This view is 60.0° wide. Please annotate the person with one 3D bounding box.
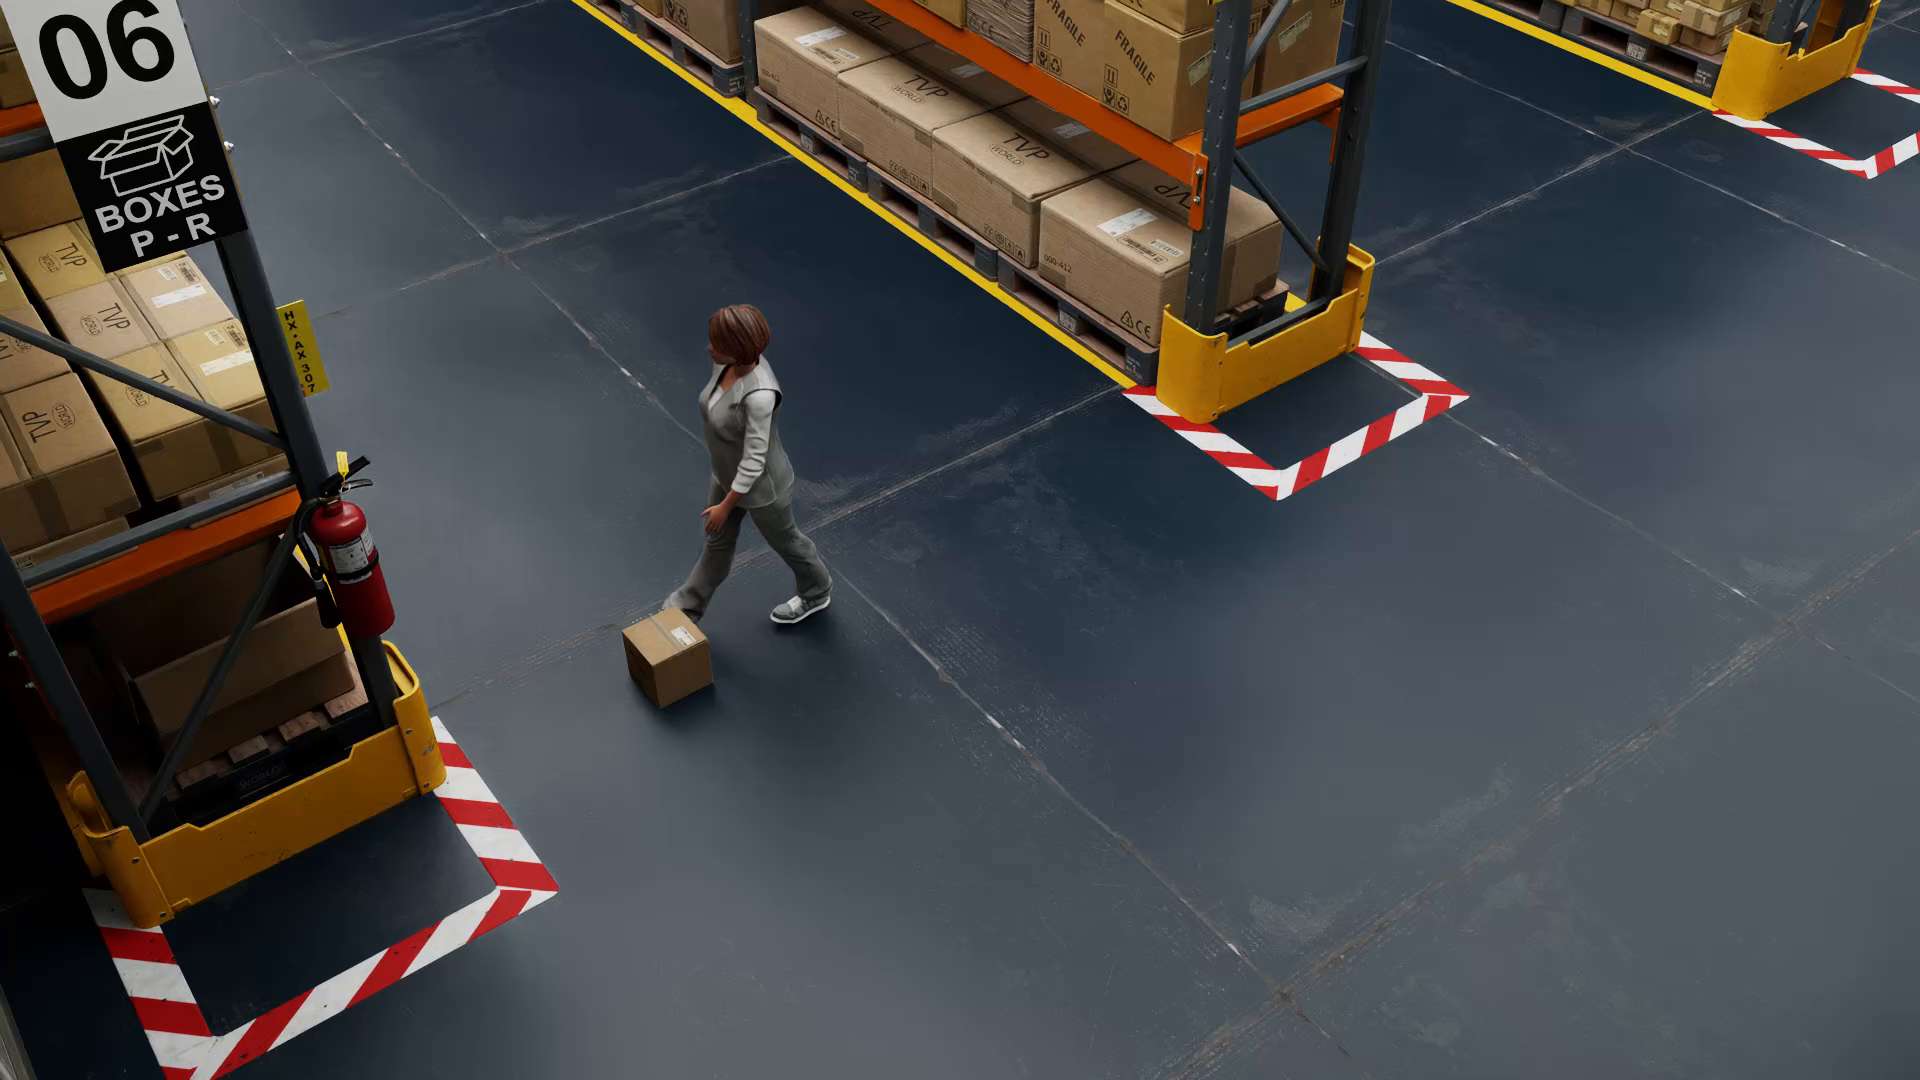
[{"bbox_3d":[-0.899,-0.191,6.364,0.860,1.571,0.417,-22,45,-23],"label":"person"}]
